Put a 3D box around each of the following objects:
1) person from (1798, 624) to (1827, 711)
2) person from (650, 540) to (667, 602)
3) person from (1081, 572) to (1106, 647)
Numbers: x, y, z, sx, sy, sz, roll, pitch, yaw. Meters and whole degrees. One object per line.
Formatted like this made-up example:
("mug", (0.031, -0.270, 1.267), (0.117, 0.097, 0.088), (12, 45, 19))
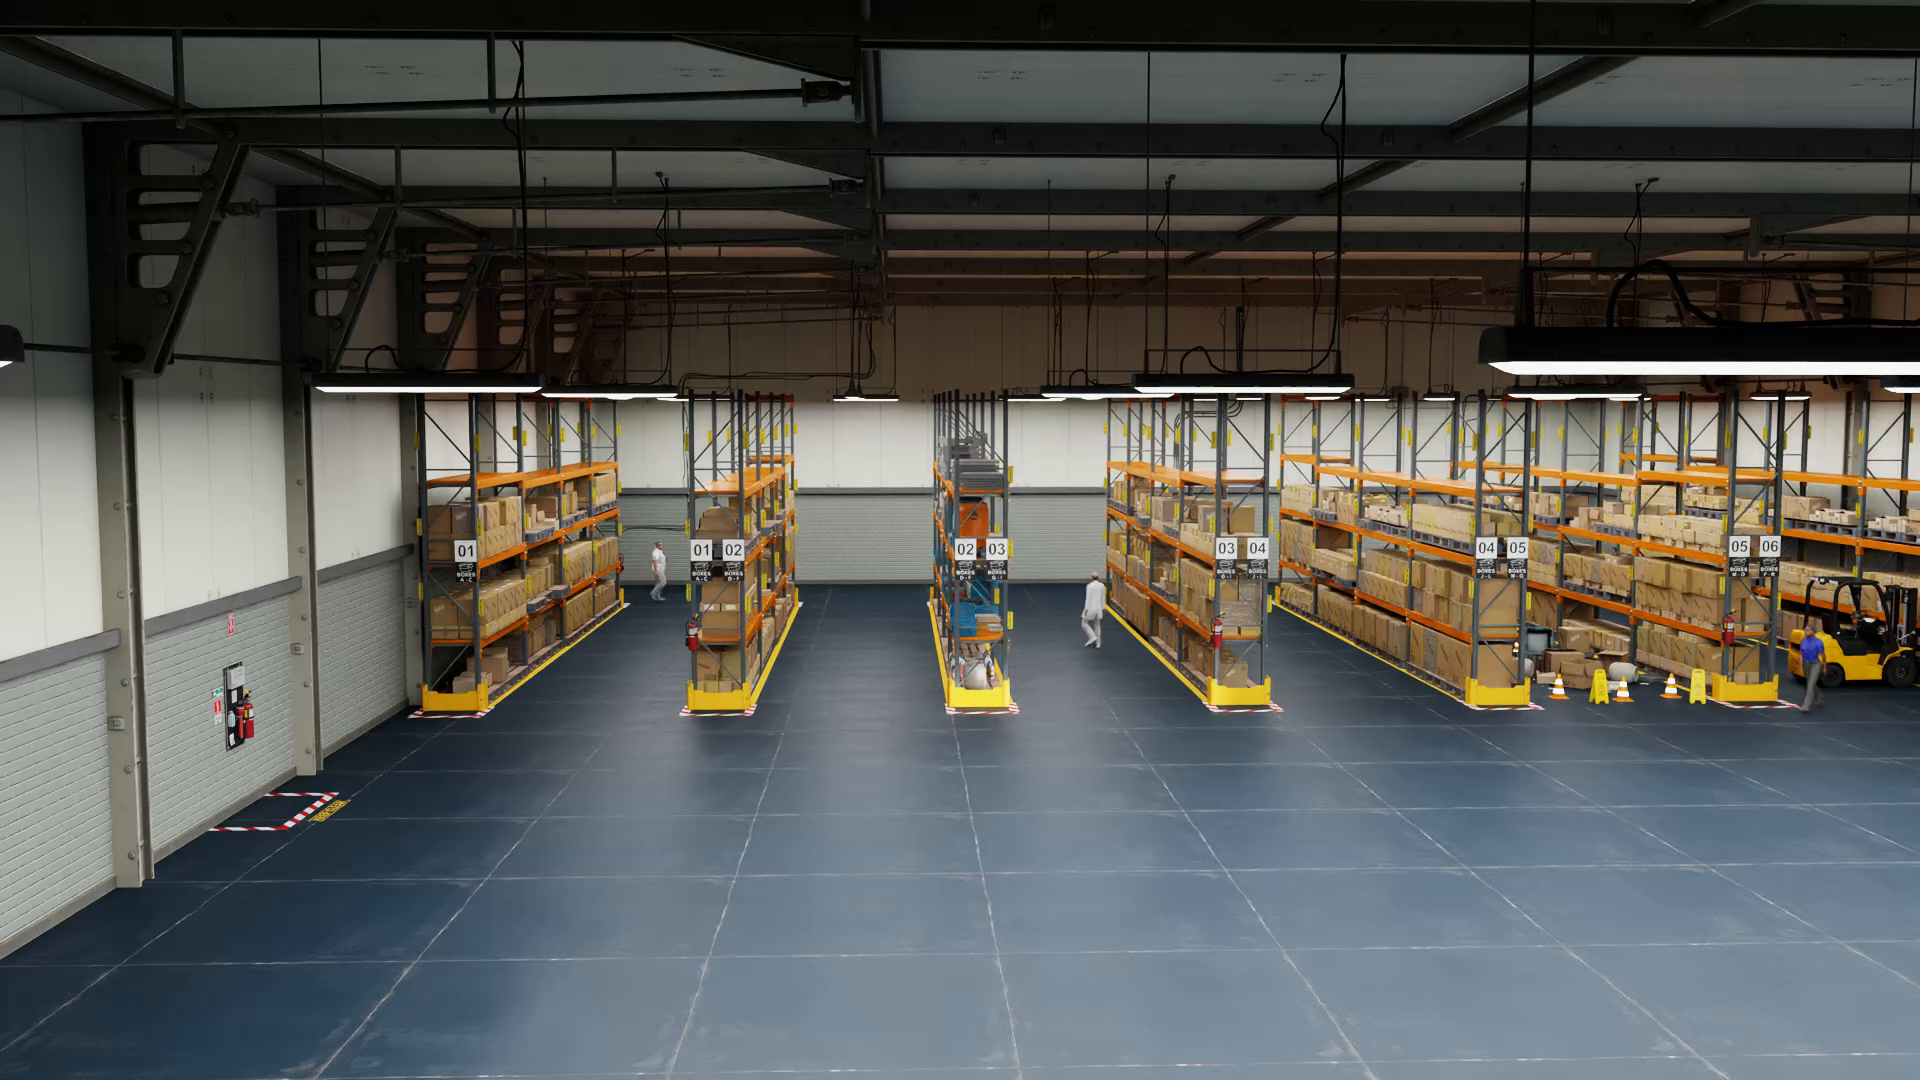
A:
("person", (15.971, 2.371, 31.160), (1.016, 1.592, 0.459), (-3, 5, -31))
("person", (-8.777, 0.891, 48.376), (0.499, 1.758, 0.562), (-1, 5, -10))
("person", (3.177, 1.636, 39.179), (0.638, 1.779, 0.532), (-3, 6, -35))
